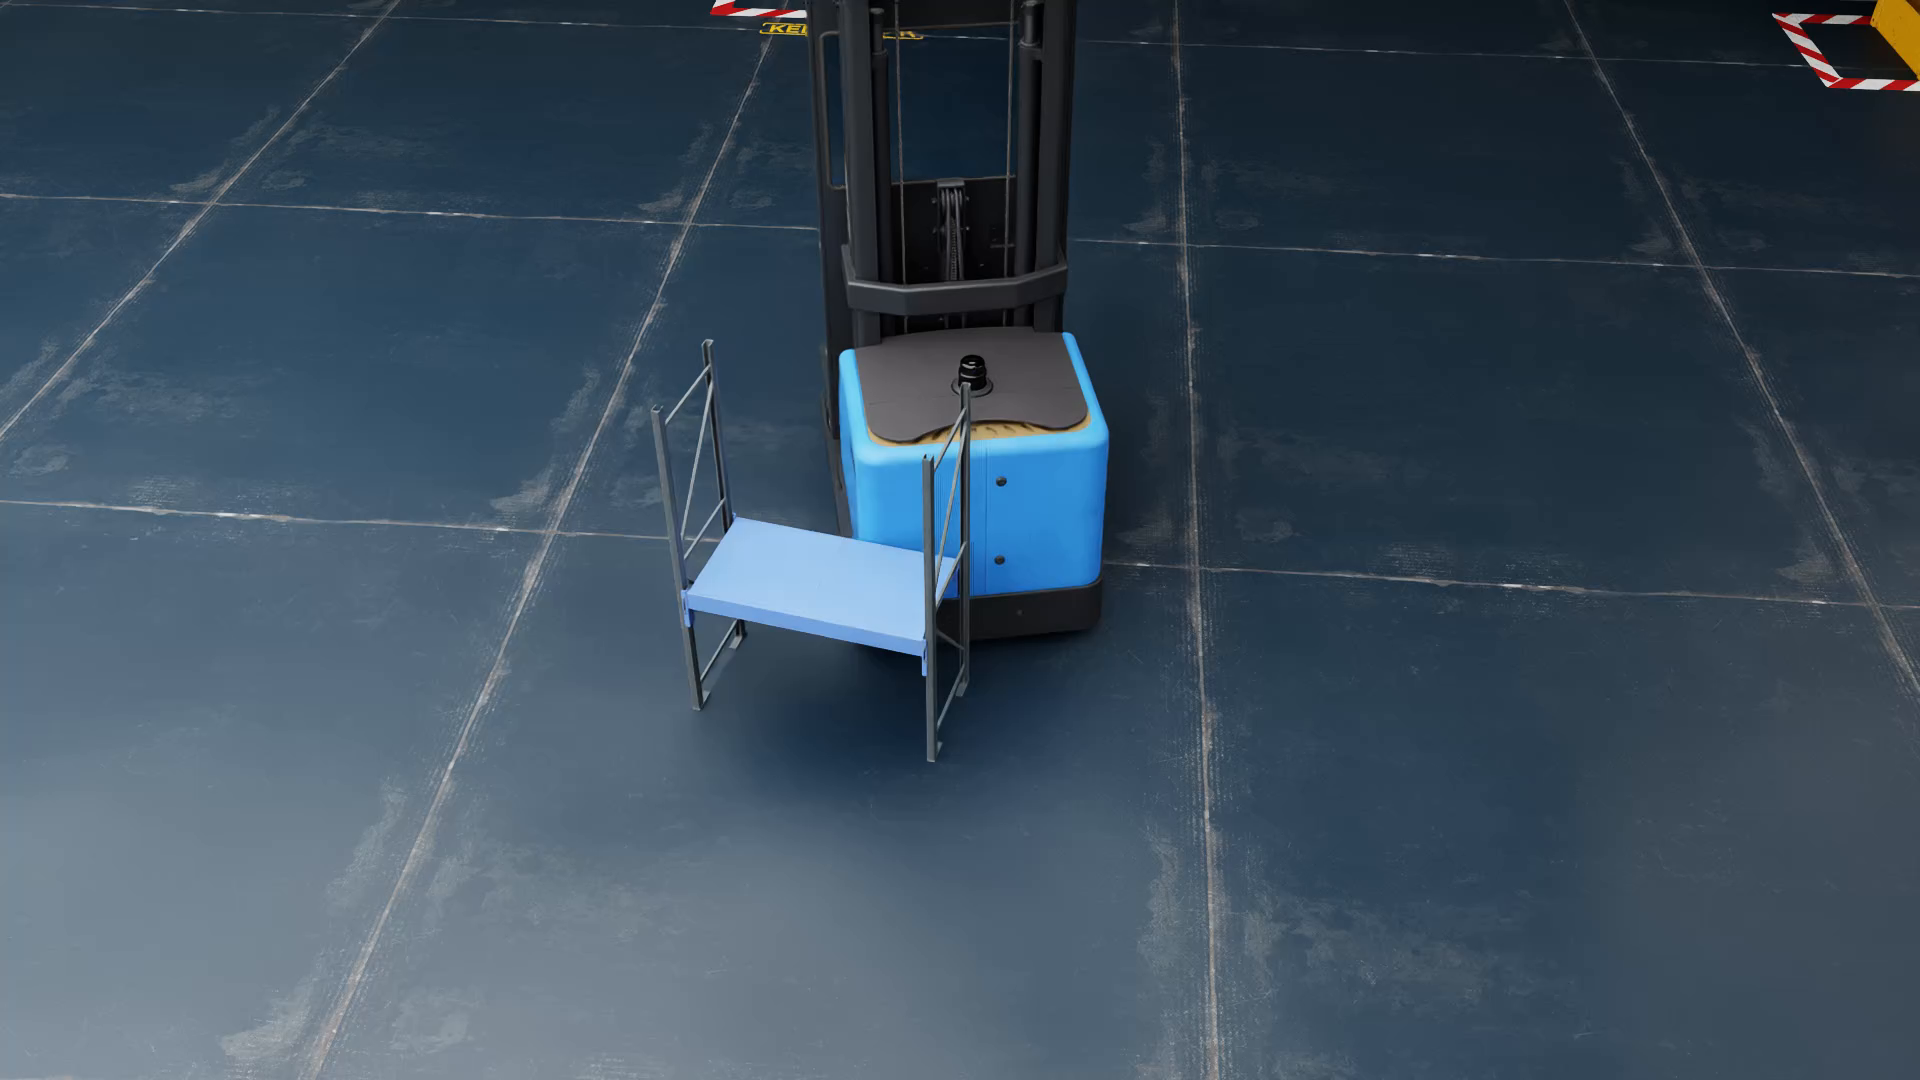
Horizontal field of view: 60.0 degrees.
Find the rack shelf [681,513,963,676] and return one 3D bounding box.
[{"bbox_3d":[-0.532,0.204,6.596,1.000,0.185,0.538,11,40,13],"label":"rack shelf"}]

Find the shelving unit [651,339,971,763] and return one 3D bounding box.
[{"bbox_3d":[-0.532,0.065,6.482,1.048,1.500,0.538,11,40,13],"label":"shelving unit"}]

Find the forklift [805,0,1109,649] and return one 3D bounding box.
[{"bbox_3d":[-0.109,-1.603,7.397,1.130,2.935,3.031,-5,39,-6],"label":"forklift"}]

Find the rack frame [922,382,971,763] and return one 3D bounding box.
[{"bbox_3d":[-0.045,0.157,6.369,0.032,1.500,0.500,11,40,13],"label":"rack frame"}]

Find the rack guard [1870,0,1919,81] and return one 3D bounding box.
[{"bbox_3d":[6.986,-3.748,11.959,0.348,0.500,1.175,3,39,4],"label":"rack guard"}]

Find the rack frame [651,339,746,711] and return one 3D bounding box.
[{"bbox_3d":[-1.019,-0.027,6.595,0.032,1.500,0.500,11,40,13],"label":"rack frame"}]
